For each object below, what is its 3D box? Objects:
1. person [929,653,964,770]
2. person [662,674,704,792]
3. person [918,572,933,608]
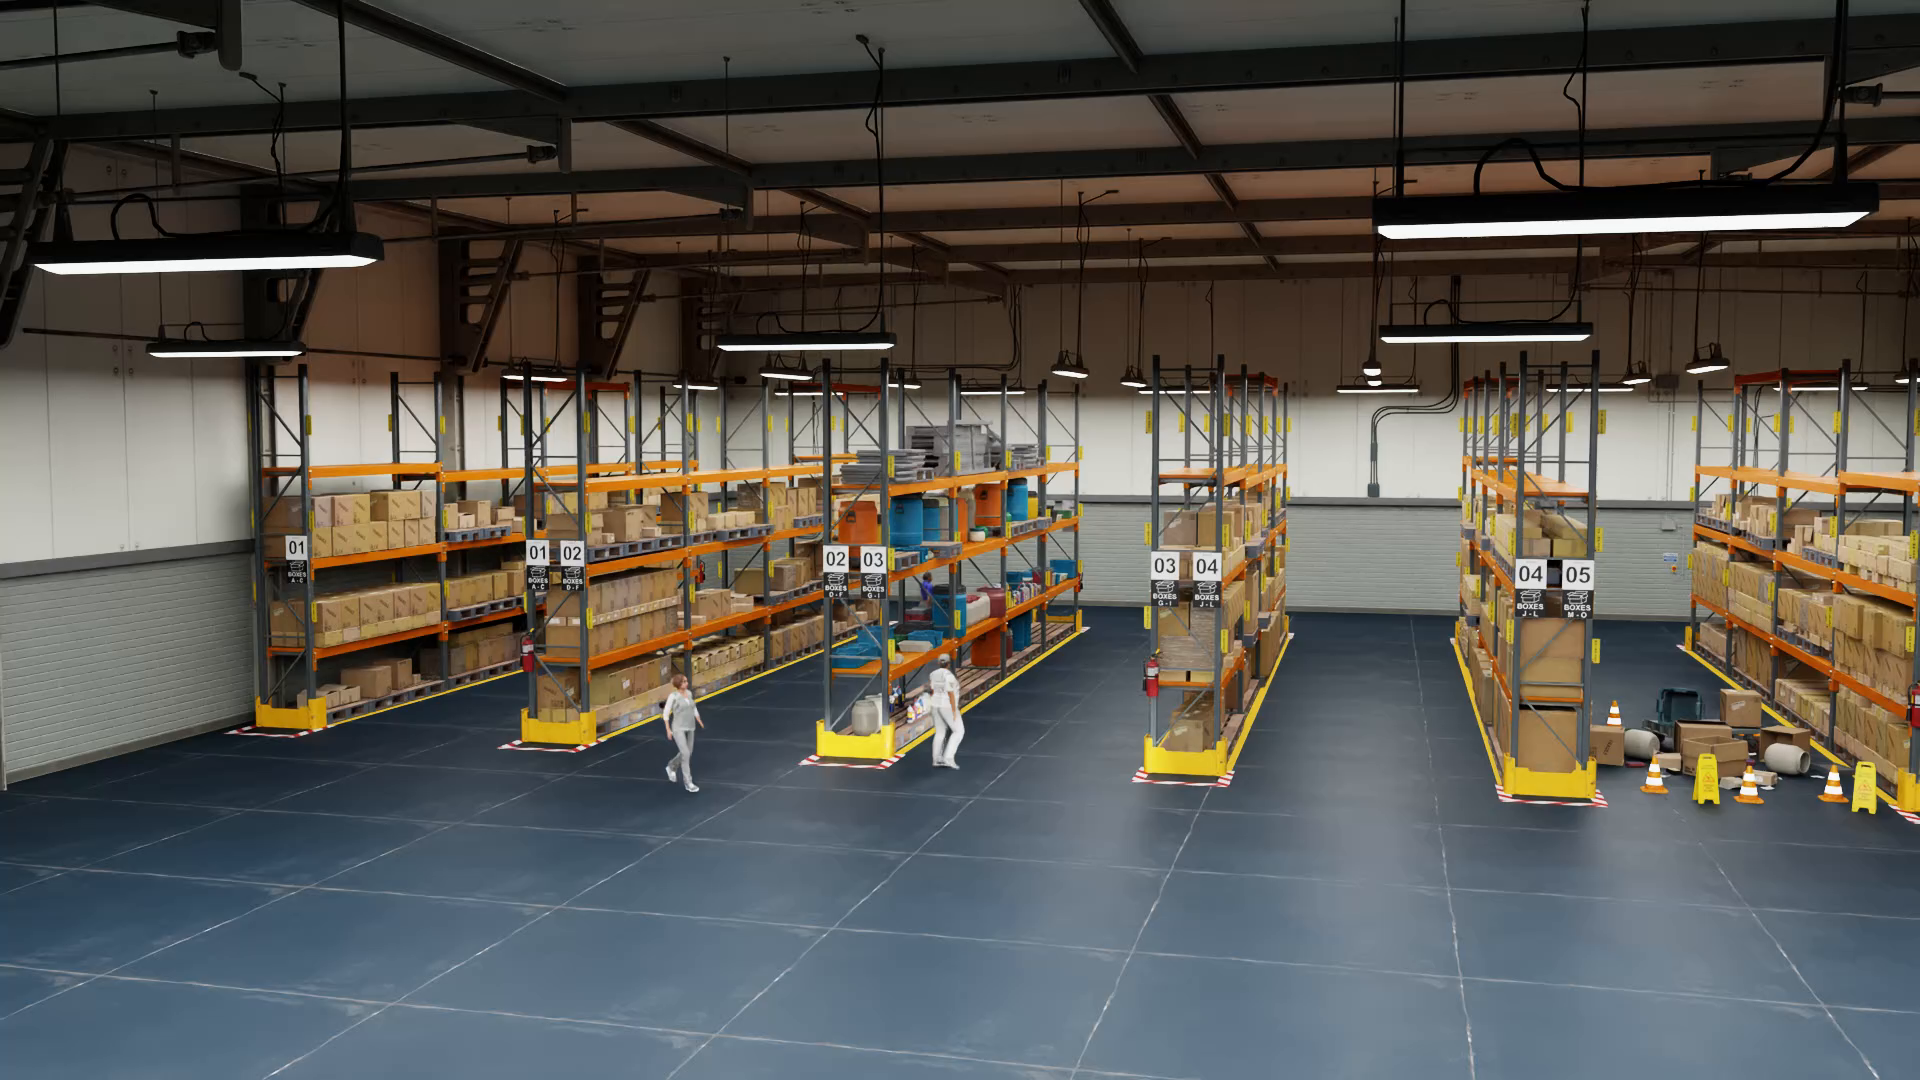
[{"bbox_3d":[-0.215,2.503,24.381,0.403,1.697,0.579,-3,5,-41],"label":"person"},{"bbox_3d":[-3.820,2.630,22.953,0.817,1.581,0.491,3,5,37],"label":"person"},{"bbox_3d":[-0.773,1.584,38.157,0.571,1.727,0.468,-3,5,-40],"label":"person"}]
